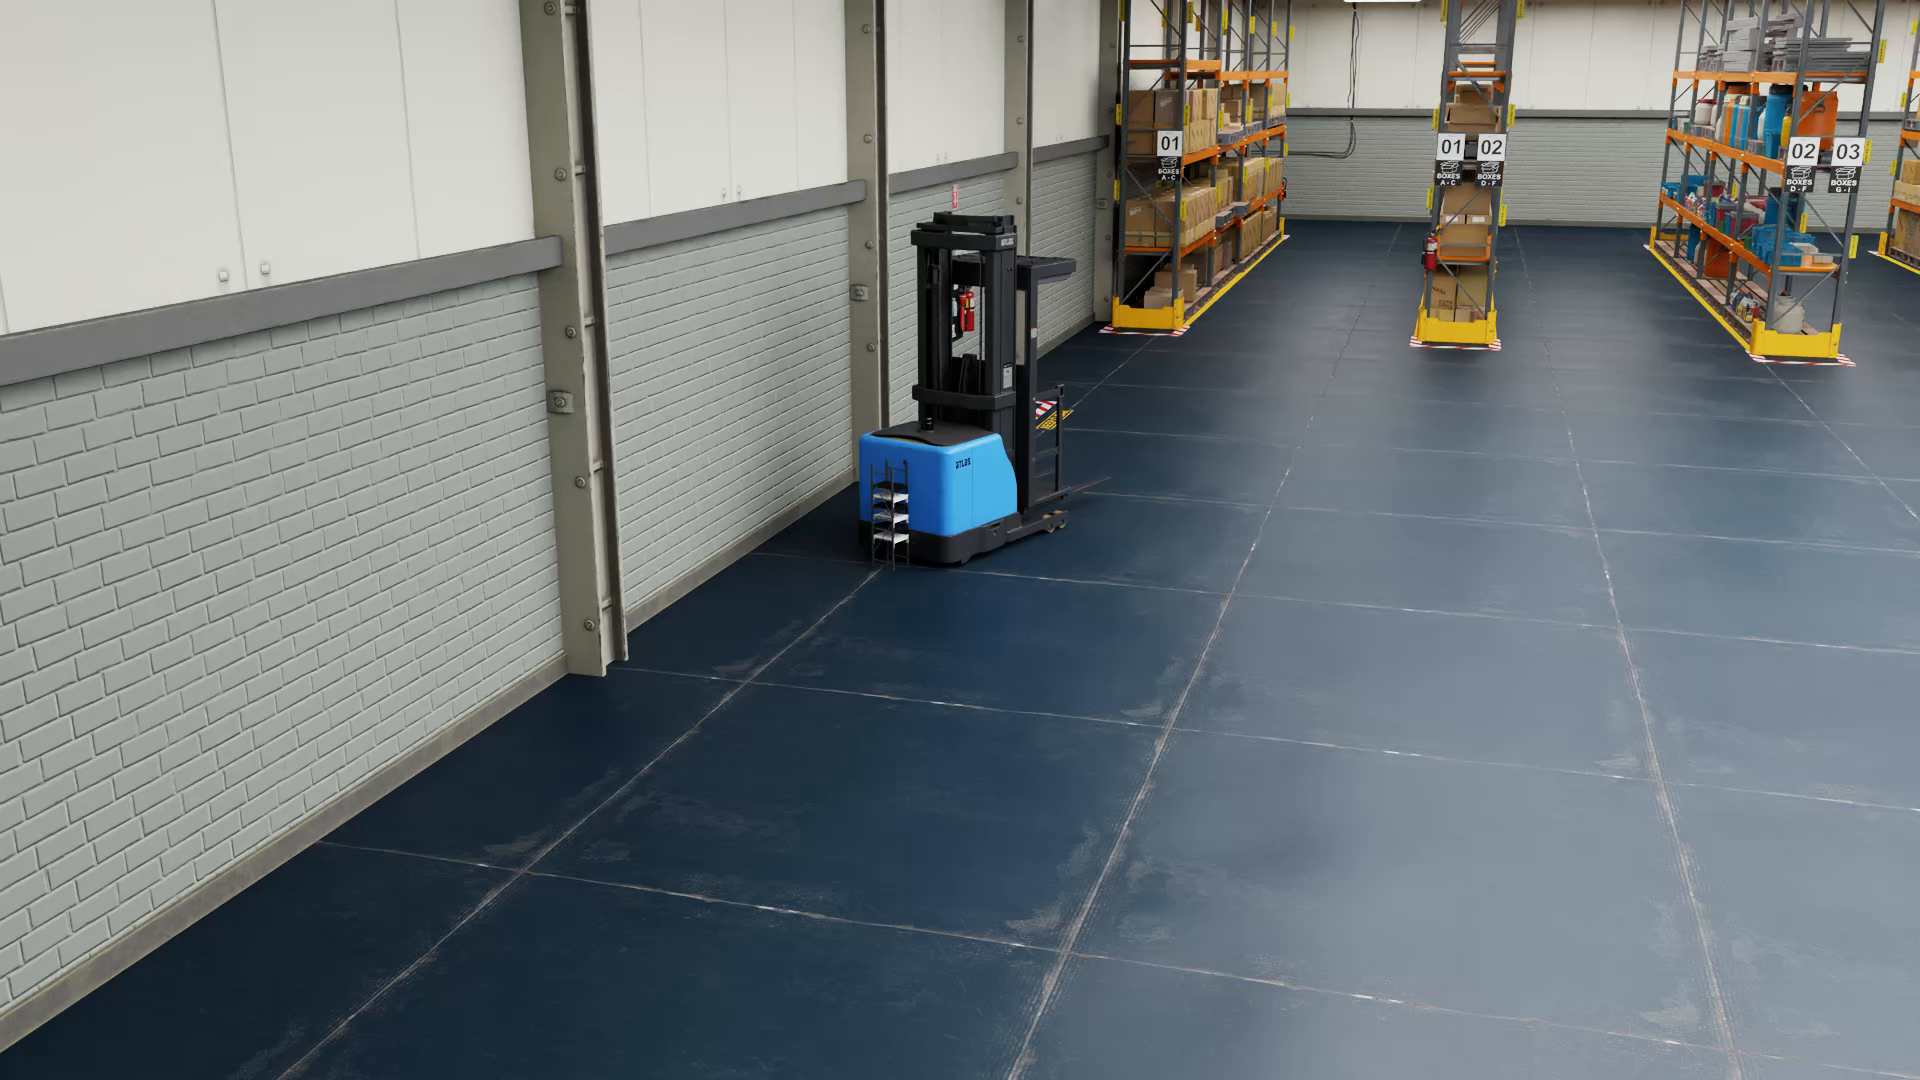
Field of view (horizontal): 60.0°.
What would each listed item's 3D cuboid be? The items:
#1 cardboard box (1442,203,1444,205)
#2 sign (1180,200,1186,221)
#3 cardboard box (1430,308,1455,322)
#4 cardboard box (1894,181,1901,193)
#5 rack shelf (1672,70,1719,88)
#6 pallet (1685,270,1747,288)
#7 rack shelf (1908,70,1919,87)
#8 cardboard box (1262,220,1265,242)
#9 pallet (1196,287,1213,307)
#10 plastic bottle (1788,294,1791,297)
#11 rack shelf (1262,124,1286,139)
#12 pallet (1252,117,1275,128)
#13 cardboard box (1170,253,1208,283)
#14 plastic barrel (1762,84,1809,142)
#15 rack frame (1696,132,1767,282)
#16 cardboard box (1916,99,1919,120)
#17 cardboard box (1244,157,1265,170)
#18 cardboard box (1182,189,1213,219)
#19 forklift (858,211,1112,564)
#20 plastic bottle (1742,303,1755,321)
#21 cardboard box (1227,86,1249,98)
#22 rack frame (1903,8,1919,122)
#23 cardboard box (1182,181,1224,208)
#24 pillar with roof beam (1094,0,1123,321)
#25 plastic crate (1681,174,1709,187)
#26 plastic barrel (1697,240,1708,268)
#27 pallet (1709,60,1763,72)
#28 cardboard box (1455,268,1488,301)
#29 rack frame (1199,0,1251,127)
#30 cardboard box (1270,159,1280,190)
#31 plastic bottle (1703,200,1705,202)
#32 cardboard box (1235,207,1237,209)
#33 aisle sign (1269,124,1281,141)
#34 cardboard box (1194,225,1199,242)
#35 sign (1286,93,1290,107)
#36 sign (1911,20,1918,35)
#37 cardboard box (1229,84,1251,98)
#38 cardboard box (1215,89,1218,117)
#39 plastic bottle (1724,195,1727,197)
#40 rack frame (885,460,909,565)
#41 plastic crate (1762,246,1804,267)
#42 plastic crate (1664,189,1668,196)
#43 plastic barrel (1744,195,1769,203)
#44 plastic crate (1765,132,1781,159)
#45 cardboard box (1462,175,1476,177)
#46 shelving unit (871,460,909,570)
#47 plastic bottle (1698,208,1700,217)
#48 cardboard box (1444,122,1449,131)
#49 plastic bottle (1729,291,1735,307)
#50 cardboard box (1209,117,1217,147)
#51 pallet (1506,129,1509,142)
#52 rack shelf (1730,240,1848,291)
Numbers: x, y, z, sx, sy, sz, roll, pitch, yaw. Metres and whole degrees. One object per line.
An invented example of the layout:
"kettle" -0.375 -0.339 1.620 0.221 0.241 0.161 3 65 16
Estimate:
"cardboard box" 8.376 -5.625 28.211 0.380 0.149 0.250 4 16 14
"sign" 3.634 -5.368 27.093 0.100 0.325 0.005 5 16 16
"cardboard box" 7.733 -3.653 26.902 0.500 0.250 0.500 5 16 16
"cardboard box" 21.512 -7.994 37.666 0.500 0.250 0.500 4 16 14
"rack shelf" 16.590 -10.236 36.898 1.077 0.370 4.000 5 16 16
"pallet" 15.069 -5.187 33.149 1.003 0.211 1.213 5 16 16
"rack shelf" 21.339 -9.852 35.544 1.077 0.370 4.000 5 16 16
"cardboard box" 6.834 -7.320 39.373 0.700 0.500 0.500 5 17 17
"pallet" 4.093 -4.520 30.800 1.003 0.211 1.213 5 16 16
"plastic bottle" 13.696 -3.884 27.494 0.144 0.351 0.185 5 16 16
"rack shelf" 7.092 -9.754 39.961 1.077 0.370 4.000 5 16 16
"pallet" 6.766 -9.747 38.782 1.003 0.211 1.213 5 16 16
"cardboard box" 4.443 -5.243 32.013 0.700 0.500 0.500 5 17 18
"plastic barrel" 13.363 -6.906 26.916 0.600 0.901 0.708 5 16 16
"rack frame" 14.885 -6.319 32.030 1.000 3.000 0.127 5 16 16
"cardboard box" 21.536 -9.491 36.580 0.700 0.500 0.500 4 16 14
"cardboard box" 6.636 -8.553 37.768 0.500 0.250 0.500 5 17 17
"cardboard box" 4.276 -6.060 29.982 0.500 0.500 0.500 5 16 16
"forklift" 0.365 -1.548 15.336 1.130 2.935 3.031 11 19 34
"plastic bottle" 12.811 -3.705 27.001 0.152 0.276 0.135 5 17 16
"cardboard box" 6.148 -9.977 37.067 0.500 0.250 0.500 6 17 20
"rack frame" 21.908 -10.914 37.236 1.000 3.000 0.127 5 16 16
"cardboard box" 4.750 -6.751 32.565 0.700 0.500 0.500 7 17 24
"pillar with roof beam" 6.610 -7.796 26.246 9.100 9.000 0.400 5 16 16
"plastic crate" 17.243 -8.355 39.036 0.616 0.435 0.499 5 16 16
"plastic barrel" 15.329 -5.785 33.799 0.600 0.588 0.708 5 16 16
"pallet" 15.120 -9.108 31.948 1.213 0.211 1.003 5 16 16
"cardboard box" 8.500 -4.236 27.584 0.500 0.500 0.500 5 16 16
"rack frame" 5.387 -9.973 33.920 1.000 3.000 0.127 5 16 16
"cardboard box" 7.329 -8.999 40.929 0.980 0.700 0.700 4 16 15
"plastic bottle" 15.220 -6.818 34.028 0.097 0.271 0.097 0 16 0
"cardboard box" 5.702 -7.044 35.010 0.380 0.149 0.250 4 16 15
"aisle sign" 7.968 -10.426 41.747 0.394 0.787 0.004 5 16 16
"cardboard box" 3.841 -5.304 28.691 0.500 0.250 0.500 4 16 15
"sign" 8.177 -10.965 41.437 0.100 0.325 0.005 5 16 16
"sign" 21.377 -11.484 37.244 0.100 0.325 0.005 5 16 16
"cardboard box" 6.498 -10.316 38.574 0.500 0.500 0.500 4 16 15
"cardboard box" 4.368 -7.870 29.950 0.500 0.500 0.500 3 16 11
"plastic bottle" 16.220 -7.177 35.284 0.152 0.276 0.135 5 16 16
"rack frame" -0.547 -0.237 14.435 0.240 0.900 0.006 11 19 34
"plastic crate" 12.467 -4.308 25.214 0.499 0.251 0.616 5 16 16
"plastic crate" 16.410 -8.020 38.400 0.250 0.136 0.298 5 16 16
"plastic barrel" 15.044 -6.239 31.500 0.600 0.536 0.708 5 16 16
"plastic crate" 12.865 -6.183 26.085 0.392 0.384 0.575 5 16 16
"cardboard box" 8.453 -5.819 27.707 0.700 0.500 0.500 5 16 16
"shelving unit" -0.606 -0.214 14.356 0.258 0.900 0.210 11 19 34
"plastic bottle" 14.845 -6.578 33.310 0.097 0.201 0.097 0 16 0
"cardboard box" 7.938 -6.573 26.677 0.500 0.250 0.500 5 16 16
"plastic bottle" 13.238 -4.122 28.478 0.097 0.271 0.097 0 16 0
"cardboard box" 4.343 -7.389 30.087 0.500 0.500 0.500 5 17 17
"pallet" 10.030 -7.871 32.353 1.213 0.211 1.003 5 17 18
"rack shelf" 13.180 -4.403 26.594 1.077 0.370 4.000 5 16 16
